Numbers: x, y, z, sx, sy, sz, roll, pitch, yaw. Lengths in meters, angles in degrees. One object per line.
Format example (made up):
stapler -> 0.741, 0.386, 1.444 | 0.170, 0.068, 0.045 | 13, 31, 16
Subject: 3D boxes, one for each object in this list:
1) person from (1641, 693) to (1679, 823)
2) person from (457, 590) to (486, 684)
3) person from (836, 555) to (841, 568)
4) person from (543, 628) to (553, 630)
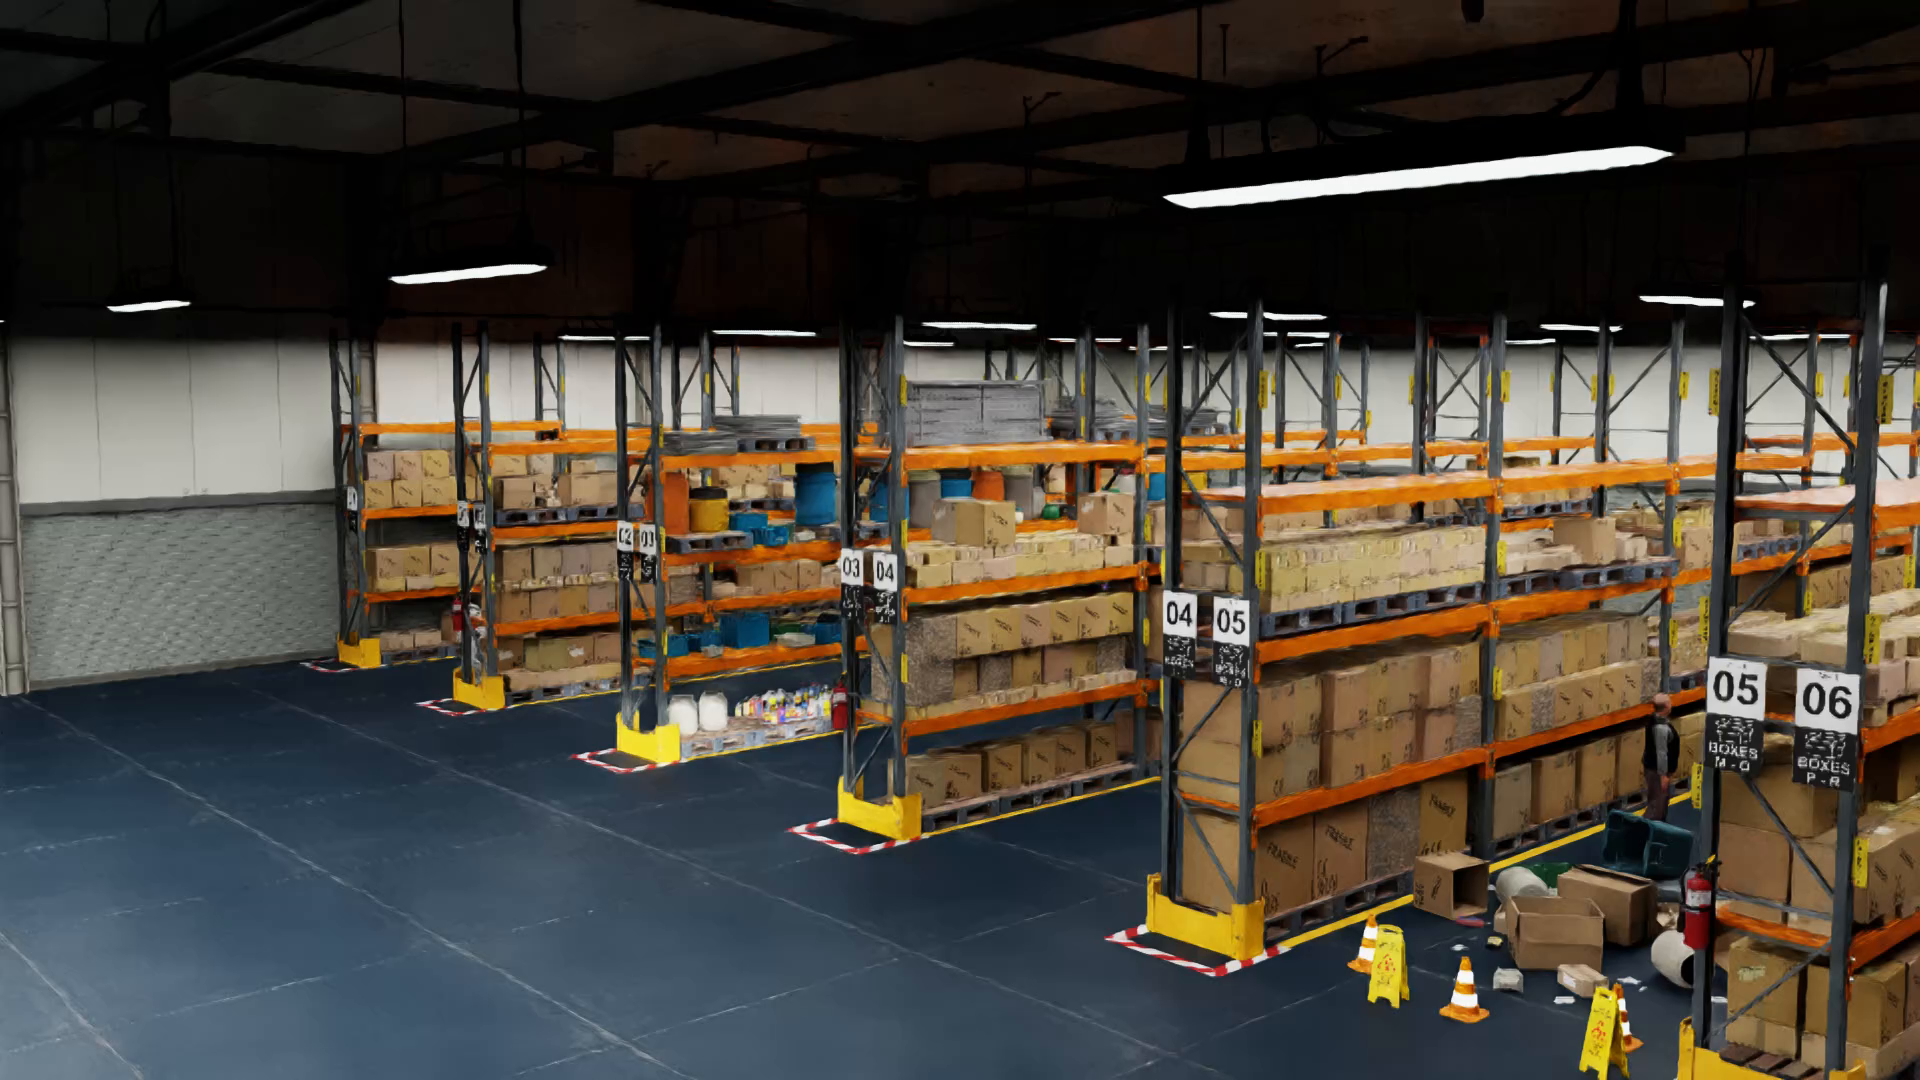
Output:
person -> 7.627, 2.515, 18.022 | 0.450, 1.727, 0.584 | 2, 6, 18
person -> -8.149, 1.612, 27.870 | 0.521, 1.626, 0.636 | -5, 7, -39
person -> -2.411, 0.857, 35.425 | 0.490, 1.597, 0.999 | 5, 7, 40
person -> -7.657, 1.261, 30.753 | 0.702, 1.713, 0.817 | 3, 6, 29
